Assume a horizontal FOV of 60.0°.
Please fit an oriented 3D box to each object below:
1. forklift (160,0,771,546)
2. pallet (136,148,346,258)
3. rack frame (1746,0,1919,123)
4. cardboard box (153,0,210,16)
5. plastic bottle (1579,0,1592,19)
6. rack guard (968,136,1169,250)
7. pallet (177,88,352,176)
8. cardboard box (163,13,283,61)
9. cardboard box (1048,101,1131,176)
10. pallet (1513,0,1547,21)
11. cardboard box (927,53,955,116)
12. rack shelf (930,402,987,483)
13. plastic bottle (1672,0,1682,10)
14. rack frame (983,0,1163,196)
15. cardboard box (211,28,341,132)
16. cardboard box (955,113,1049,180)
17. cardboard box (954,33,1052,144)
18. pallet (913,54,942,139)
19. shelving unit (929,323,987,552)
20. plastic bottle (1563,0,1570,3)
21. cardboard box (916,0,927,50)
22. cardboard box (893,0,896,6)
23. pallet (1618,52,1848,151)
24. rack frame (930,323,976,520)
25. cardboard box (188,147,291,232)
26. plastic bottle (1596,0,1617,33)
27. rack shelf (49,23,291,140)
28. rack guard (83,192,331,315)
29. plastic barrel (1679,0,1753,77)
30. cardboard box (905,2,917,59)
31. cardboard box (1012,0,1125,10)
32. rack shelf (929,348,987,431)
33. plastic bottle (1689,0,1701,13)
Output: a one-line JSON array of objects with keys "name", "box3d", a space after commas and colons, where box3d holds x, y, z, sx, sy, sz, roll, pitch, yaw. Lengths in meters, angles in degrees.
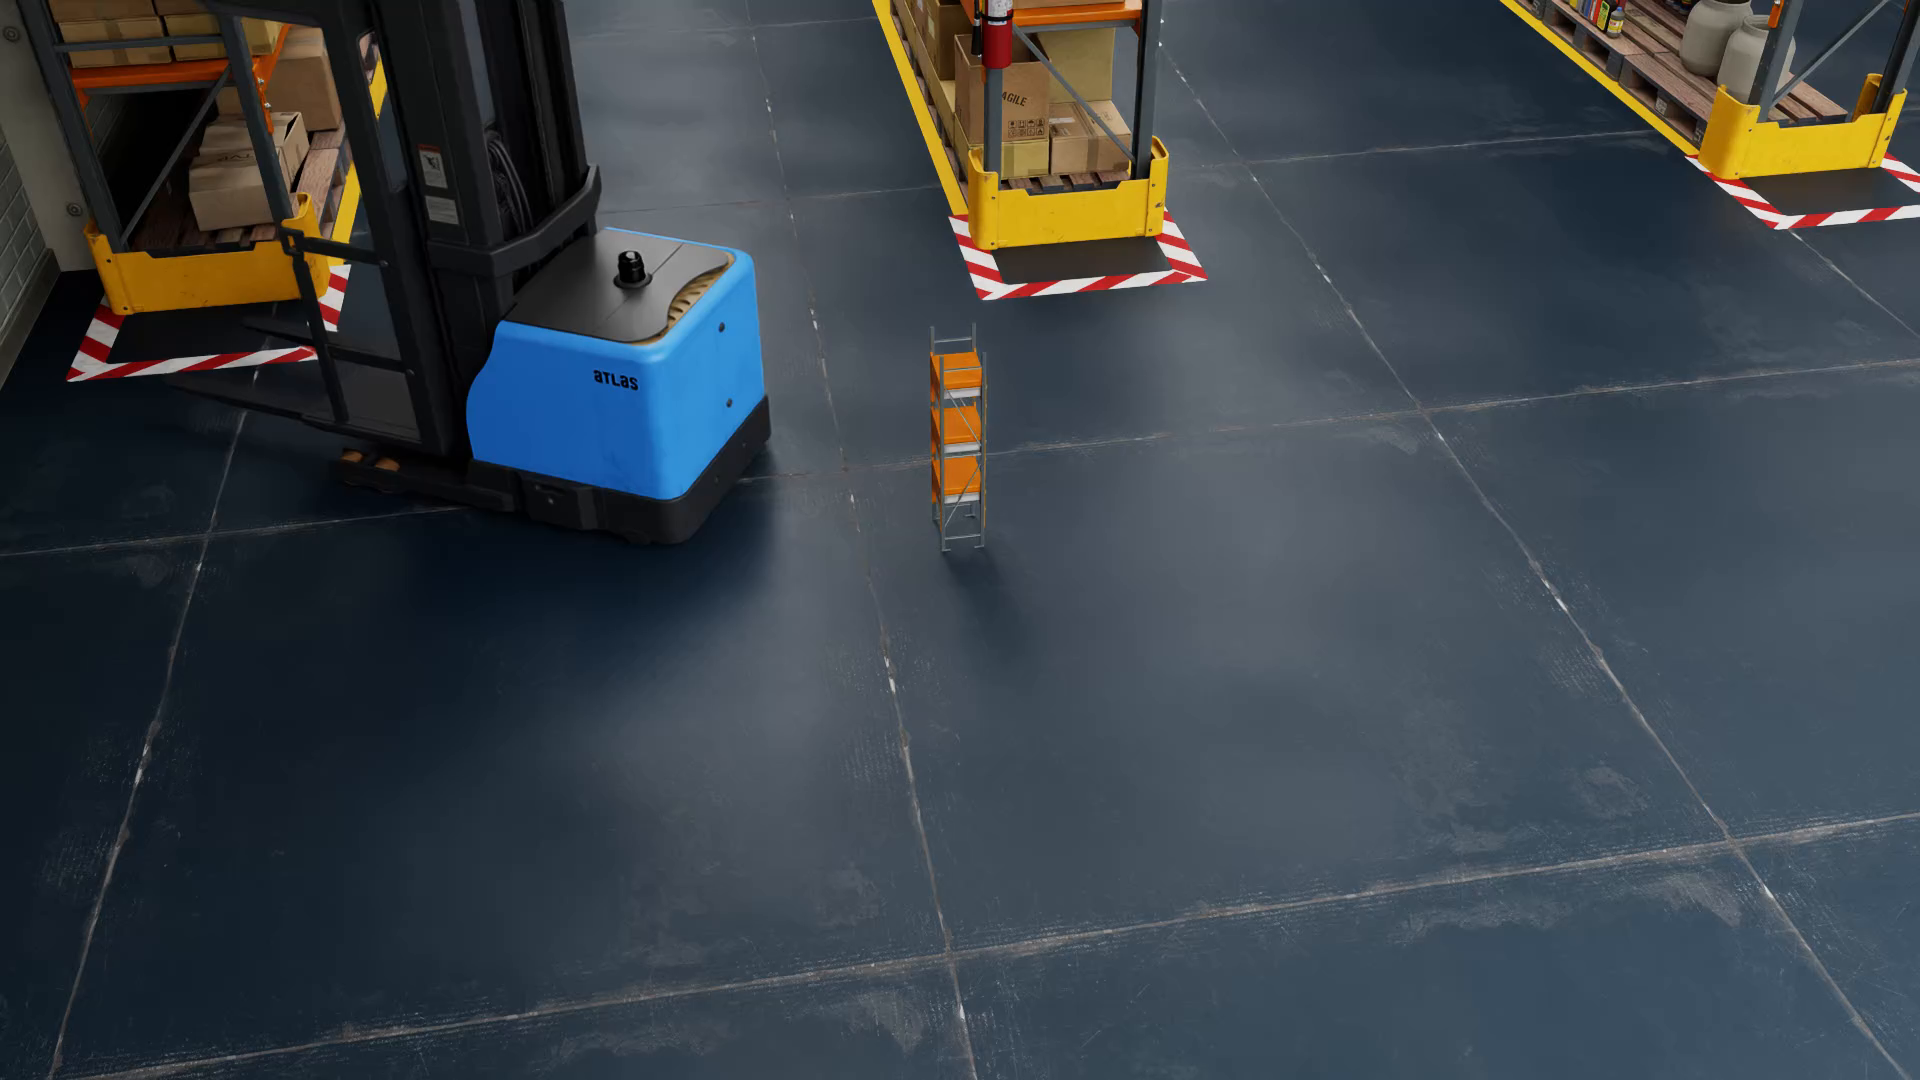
[{"name": "forklift", "box3d": [-2.518, -1.675, 7.517, 3.031, 2.935, 1.130, 12, 39, 15]}, {"name": "pallet", "box3d": [-4.356, -2.007, 10.161, 1.003, 0.211, 1.213, -6, 38, -8]}, {"name": "rack frame", "box3d": [5.519, -3.633, 9.982, 1.000, 3.000, 0.127, -6, 38, -8]}, {"name": "cardboard box", "box3d": [-4.023, -3.133, 8.833, 0.500, 0.500, 0.500, -6, 38, -8]}, {"name": "plastic bottle", "box3d": [4.724, -4.032, 12.357, 0.152, 0.276, 0.135, -7, 38, -9]}, {"name": "rack guard", "box3d": [0.646, -2.101, 10.047, 1.175, 0.500, 0.348, -6, 38, -8]}, {"name": "pallet", "box3d": [-4.566, -2.742, 11.108, 1.003, 0.211, 1.213, -6, 38, -8]}, {"name": "cardboard box", "box3d": [-4.008, -2.845, 9.073, 0.500, 0.250, 0.500, -7, 38, -9]}, {"name": "cardboard box", "box3d": [0.766, -2.530, 10.461, 0.500, 0.250, 0.500, -6, 38, -8]}, {"name": "pallet", "box3d": [4.894, -4.538, 13.419, 1.003, 0.211, 1.213, -6, 38, -8]}, {"name": "cardboard box", "box3d": [0.068, -3.077, 11.165, 0.500, 0.250, 0.500, -6, 38, -8]}, {"name": "rack shelf", "box3d": [-0.009, -0.439, 7.476, 0.215, 0.259, 0.240, -6, 38, -8]}, {"name": "plastic bottle", "box3d": [5.430, -4.125, 12.481, 0.097, 0.271, 0.097, 0, 38, 0]}, {"name": "rack frame", "box3d": [0.641, -3.103, 9.299, 1.000, 3.000, 0.127, -6, 38, -8]}, {"name": "cardboard box", "box3d": [-4.447, -2.975, 10.813, 0.700, 0.500, 0.500, -9, 39, -11]}, {"name": "cardboard box", "box3d": [0.257, -2.475, 10.389, 0.500, 0.250, 0.500, -6, 38, -8]}, {"name": "cardboard box", "box3d": [0.254, -2.771, 10.159, 0.500, 0.500, 0.500, -6, 38, -8]}, {"name": "pallet", "box3d": [0.256, -3.194, 11.689, 1.003, 0.211, 1.213, -6, 38, -8]}, {"name": "shelving unit", "box3d": [-0.009, -0.447, 7.470, 0.215, 1.050, 0.252, -6, 38, -8]}, {"name": "plastic bottle", "box3d": [4.658, -4.274, 12.607, 0.144, 0.351, 0.185, -7, 38, -8]}, {"name": "cardboard box", "box3d": [-0.022, -3.675, 11.323, 0.500, 0.500, 0.500, -6, 38, -8]}, {"name": "cardboard box", "box3d": [-0.277, -4.286, 12.721, 0.500, 0.250, 0.500, -6, 38, -8]}, {"name": "pallet", "box3d": [5.322, -3.064, 11.522, 1.003, 0.211, 1.213, -6, 38, -8]}, {"name": "rack frame", "box3d": [-0.031, -0.521, 7.564, 0.200, 1.050, 0.008, -6, 38, -8]}, {"name": "cardboard box", "box3d": [-4.268, -2.107, 9.850, 0.500, 0.311, 0.500, -10, 39, -13]}, {"name": "plastic bottle", "box3d": [4.727, -3.865, 12.135, 0.061, 0.283, 0.133, -5, 38, -7]}, {"name": "rack shelf", "box3d": [-4.585, -3.491, 10.386, 1.077, 0.370, 4.000, -6, 38, -8]}, {"name": "rack guard", "box3d": [-4.248, -1.626, 9.436, 1.175, 0.500, 0.348, -6, 38, -8]}, {"name": "plastic barrel", "box3d": [5.240, -3.509, 11.507, 0.421, 0.512, 0.421, 0, 38, 0]}, {"name": "cardboard box", "box3d": [-0.112, -3.681, 11.942, 0.500, 0.250, 0.500, -6, 38, -8]}, {"name": "cardboard box", "box3d": [0.572, -3.425, 9.633, 0.700, 0.500, 0.500, -6, 38, -8]}, {"name": "rack shelf", "box3d": [-0.009, -0.663, 7.302, 0.215, 0.259, 0.240, -6, 38, -8]}, {"name": "plastic bottle", "box3d": [5.486, -4.001, 12.311, 0.061, 0.283, 0.133, -6, 38, -7]}]
